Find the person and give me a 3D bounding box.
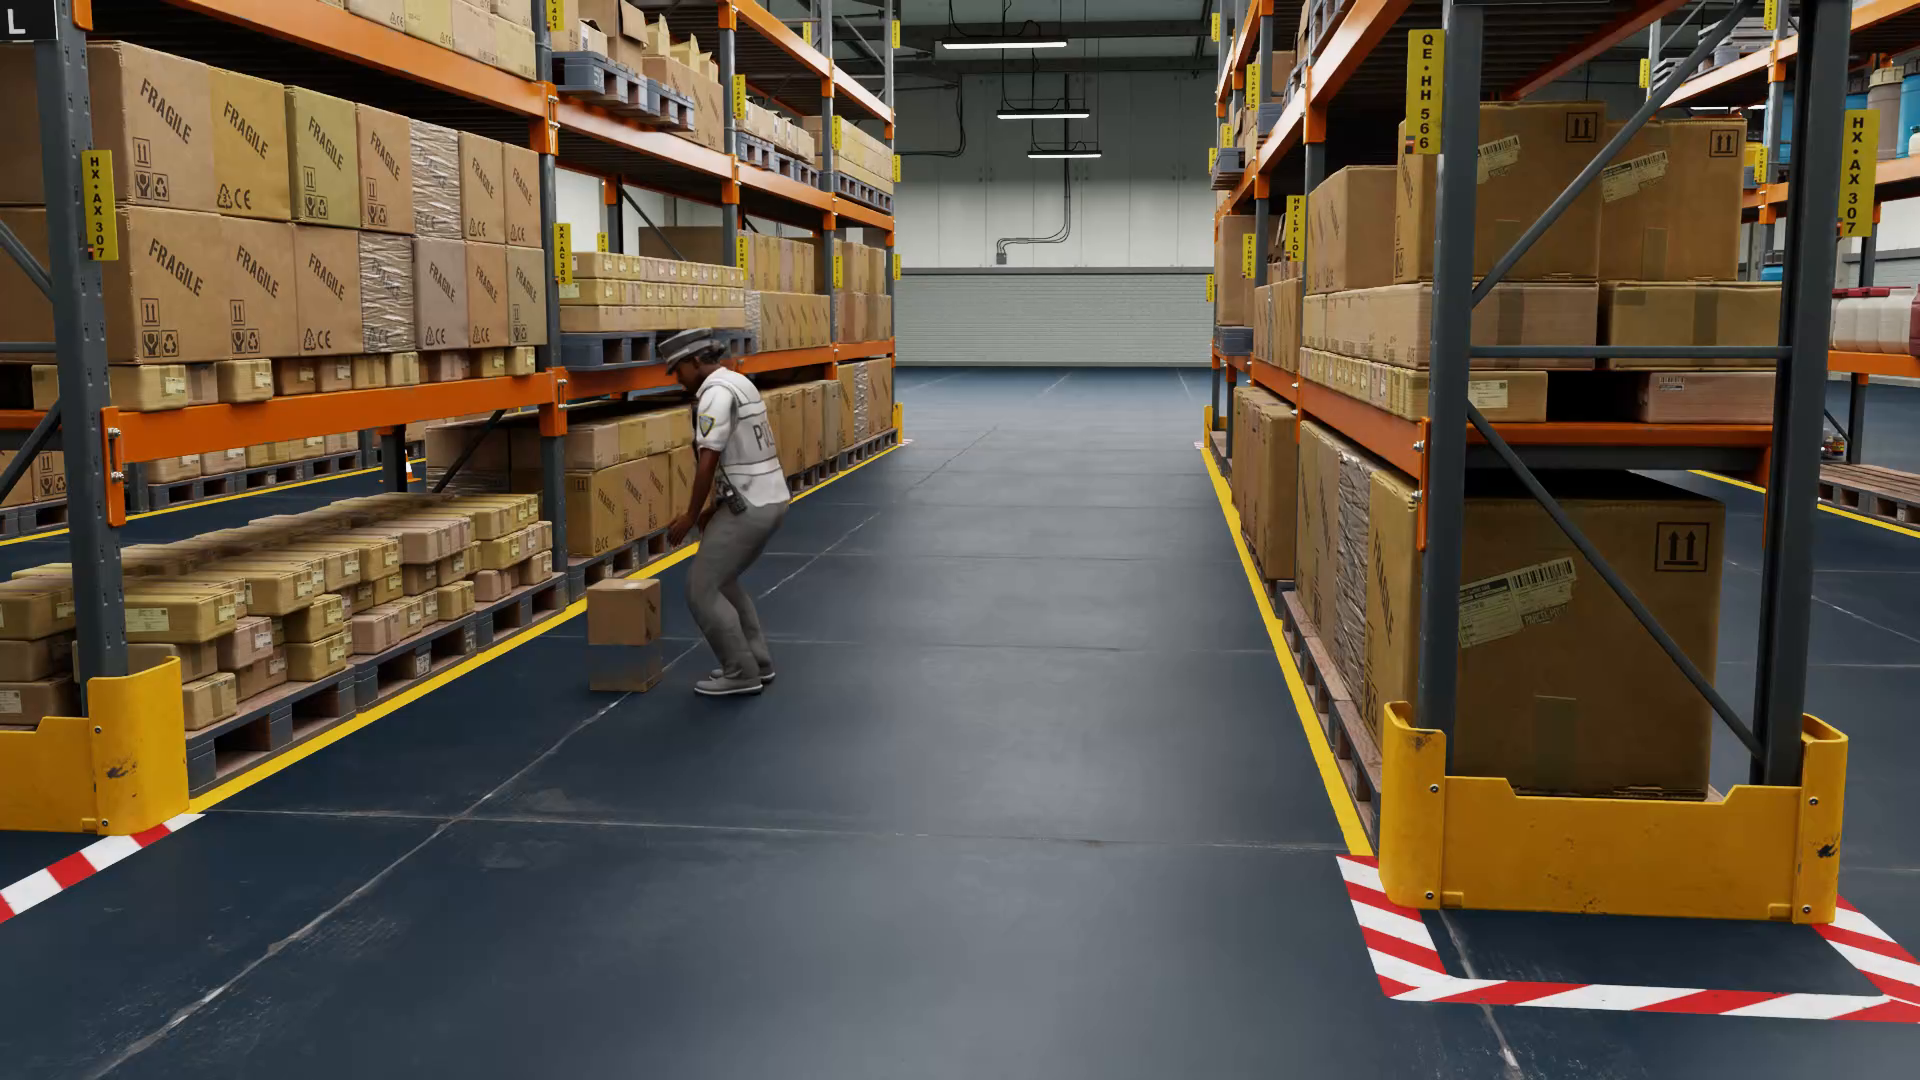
[{"bbox_3d":[-1.011,-0.120,7.109,0.541,1.563,0.476,1,8,7],"label":"person"}]
